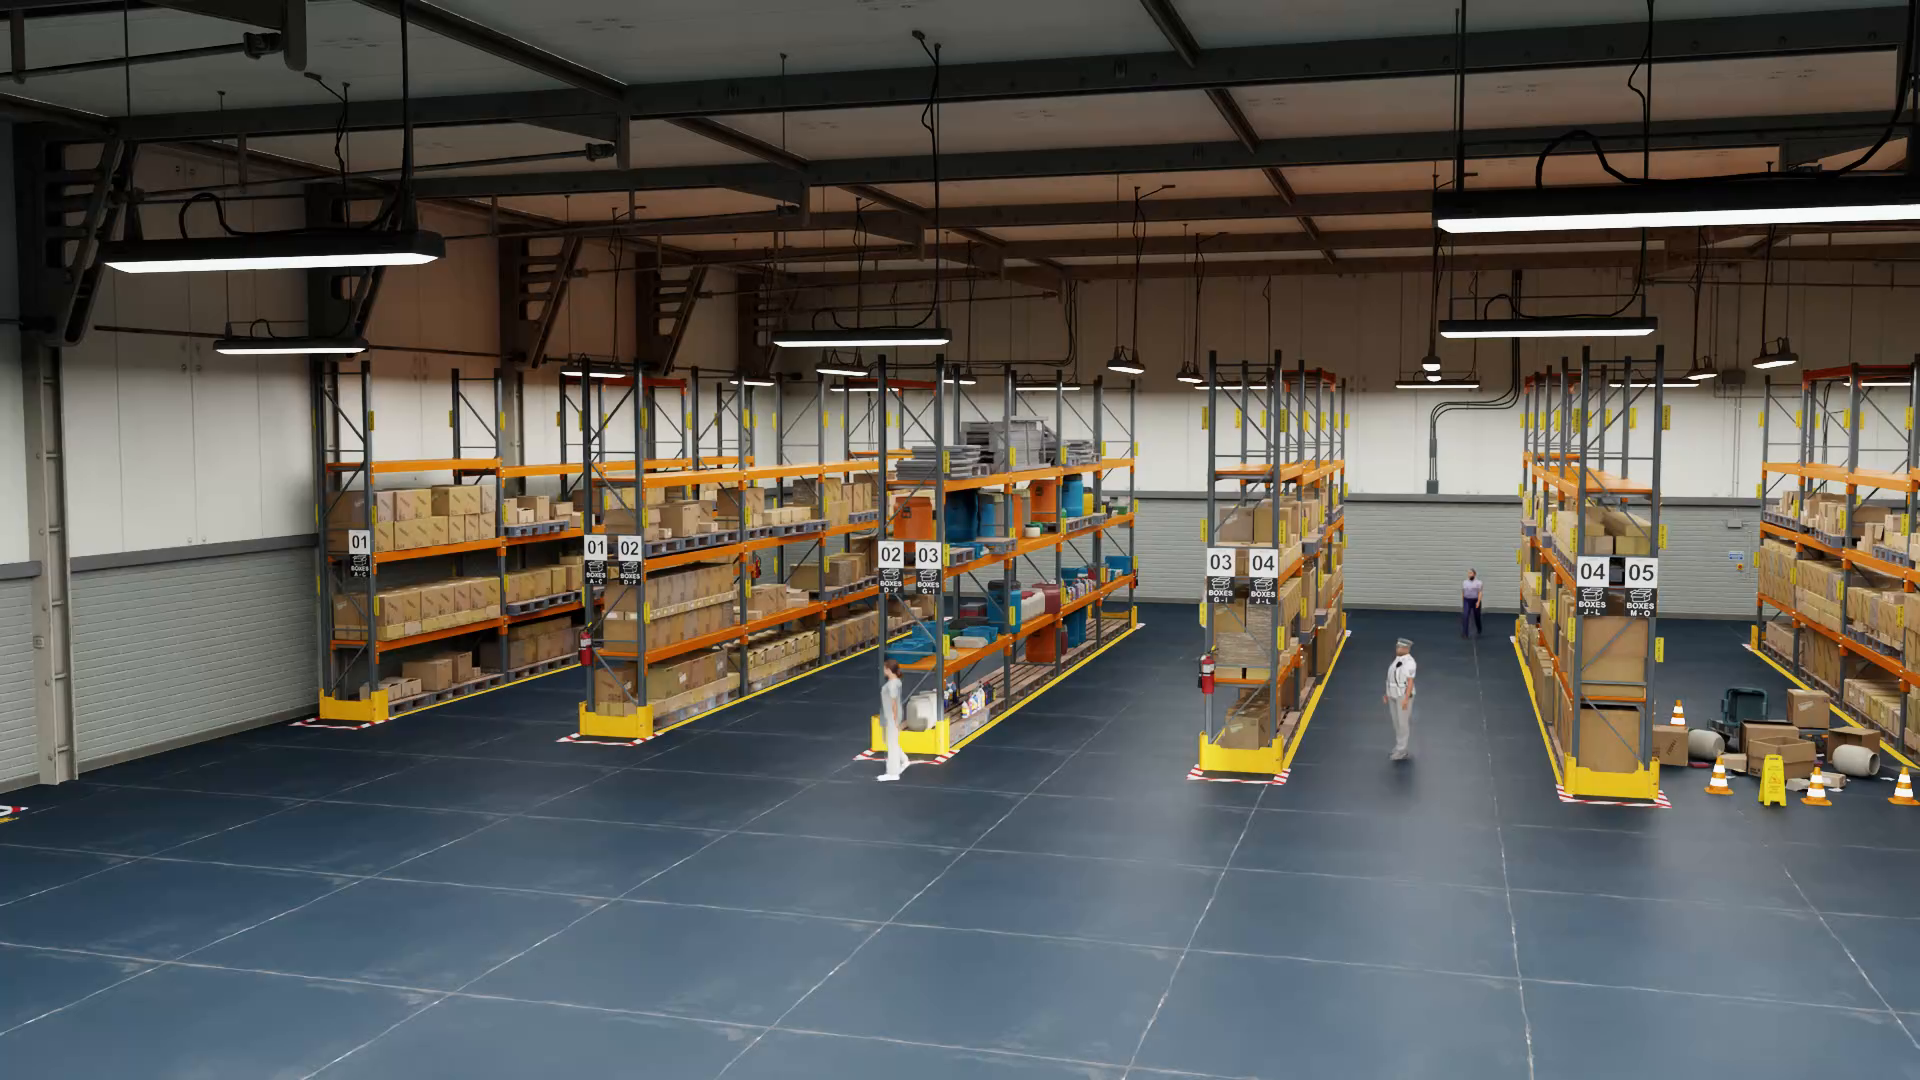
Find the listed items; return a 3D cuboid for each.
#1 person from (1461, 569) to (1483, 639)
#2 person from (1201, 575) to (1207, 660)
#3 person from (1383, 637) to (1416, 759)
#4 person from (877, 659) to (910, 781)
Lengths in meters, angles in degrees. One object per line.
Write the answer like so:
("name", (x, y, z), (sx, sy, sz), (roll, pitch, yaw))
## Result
("person", (11.807, 1.458, 38.348), (0.482, 1.598, 0.951), (2, 5, 26))
("person", (5.205, 1.612, 34.819), (0.410, 1.785, 0.601), (0, 4, -5))
("person", (6.554, 2.355, 24.855), (0.523, 1.792, 0.556), (-2, 4, -25))
("person", (-0.922, 2.487, 23.244), (0.445, 1.676, 0.530), (0, 4, 2))
